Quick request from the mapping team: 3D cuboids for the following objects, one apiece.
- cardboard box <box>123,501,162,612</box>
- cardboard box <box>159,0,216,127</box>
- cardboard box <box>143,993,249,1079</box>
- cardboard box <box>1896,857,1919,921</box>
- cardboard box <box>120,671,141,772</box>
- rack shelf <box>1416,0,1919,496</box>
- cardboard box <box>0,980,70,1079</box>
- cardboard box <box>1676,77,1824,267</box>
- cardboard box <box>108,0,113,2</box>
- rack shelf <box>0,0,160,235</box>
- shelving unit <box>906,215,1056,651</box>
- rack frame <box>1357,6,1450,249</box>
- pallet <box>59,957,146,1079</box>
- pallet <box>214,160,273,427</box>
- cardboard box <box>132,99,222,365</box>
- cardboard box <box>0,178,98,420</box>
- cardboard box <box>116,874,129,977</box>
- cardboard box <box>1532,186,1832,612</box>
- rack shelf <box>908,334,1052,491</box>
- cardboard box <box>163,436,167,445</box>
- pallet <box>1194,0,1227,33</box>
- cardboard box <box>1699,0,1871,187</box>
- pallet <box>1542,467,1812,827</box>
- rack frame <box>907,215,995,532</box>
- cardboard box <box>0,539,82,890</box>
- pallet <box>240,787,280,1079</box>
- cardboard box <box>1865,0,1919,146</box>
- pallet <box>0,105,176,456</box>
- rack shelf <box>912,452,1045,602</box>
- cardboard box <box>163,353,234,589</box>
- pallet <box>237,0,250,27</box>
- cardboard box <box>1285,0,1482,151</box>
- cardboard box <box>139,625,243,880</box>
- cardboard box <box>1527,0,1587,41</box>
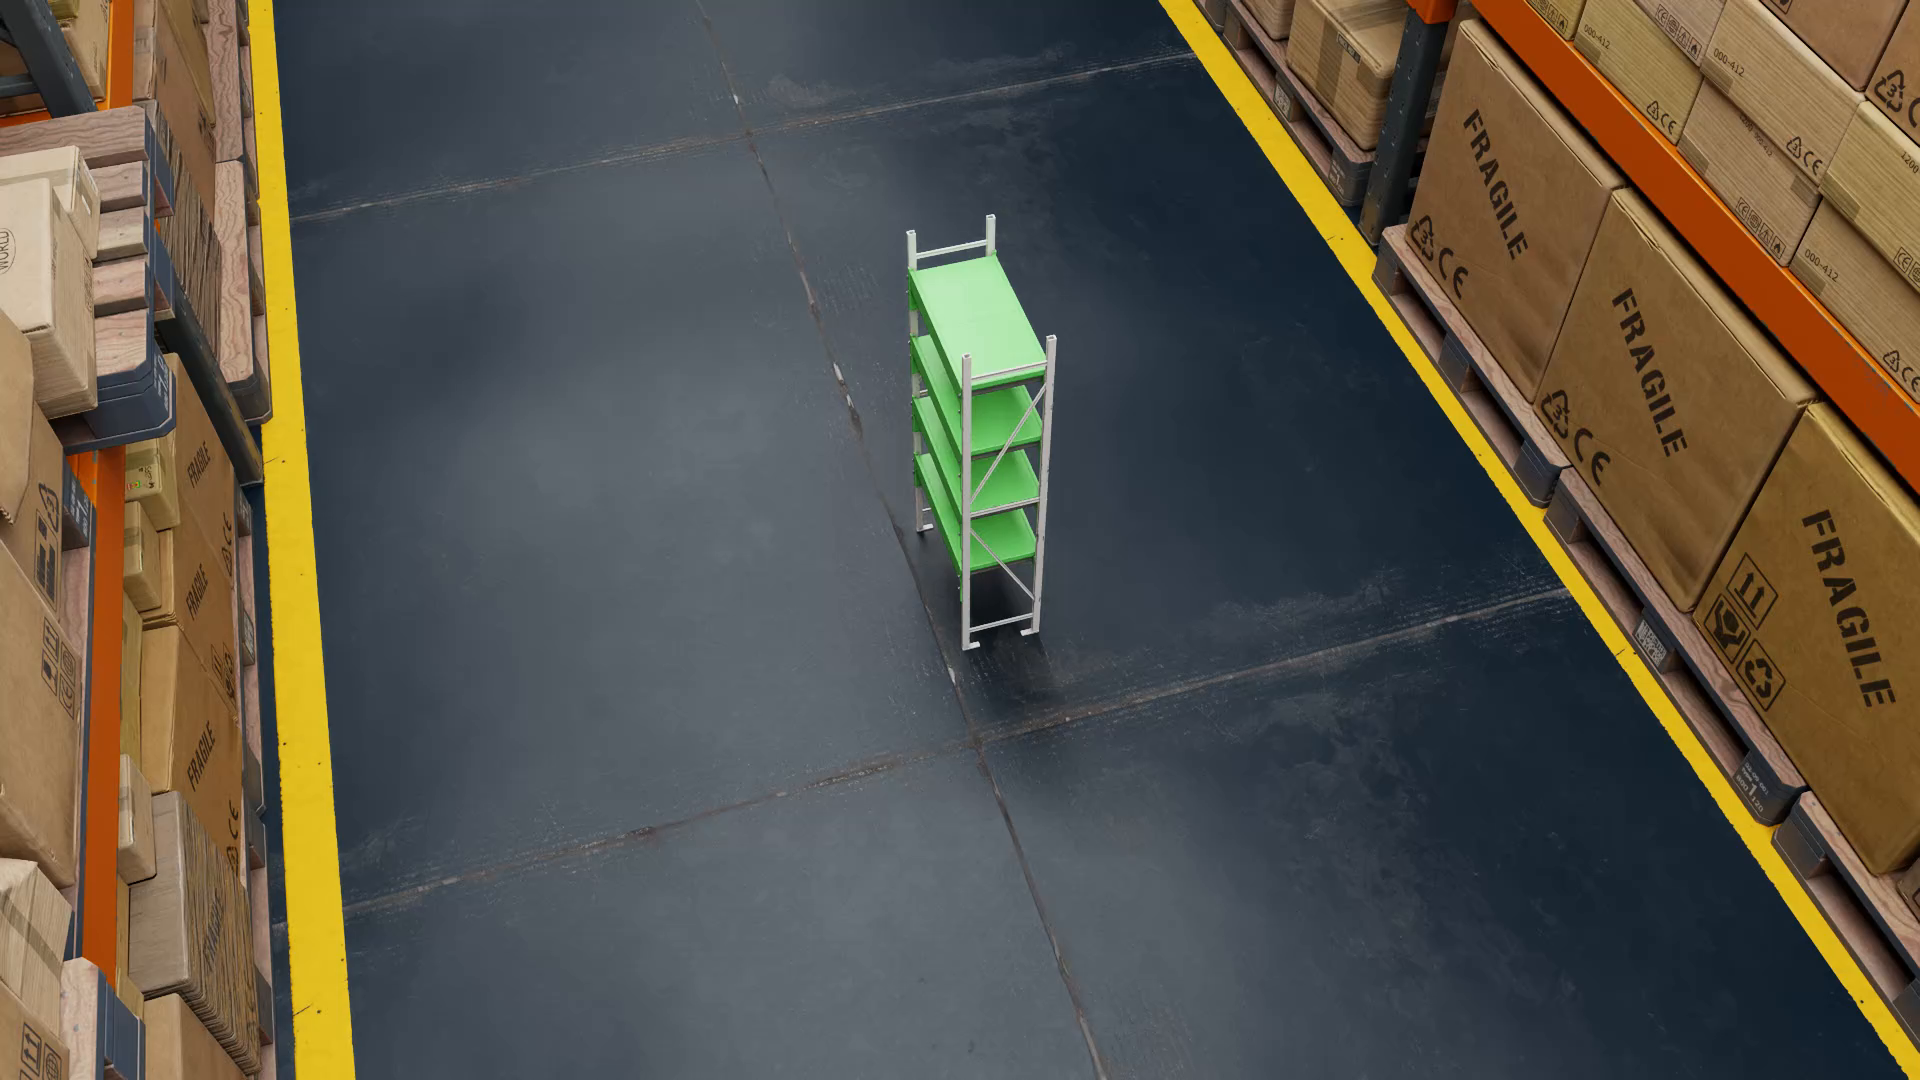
[{"bbox_3d":[-2.222,0.080,4.156,0.380,0.149,0.250,-15,51,-12],"label":"cardboard box"},{"bbox_3d":[-3.328,-1.875,6.147,0.875,0.625,0.625,-15,52,-12],"label":"cardboard box"},{"bbox_3d":[-1.812,1.357,3.505,0.500,0.500,0.500,-15,51,-12],"label":"cardboard box"},{"bbox_3d":[2.908,0.832,3.701,0.875,0.875,0.875,-12,51,-10],"label":"cardboard box"},{"bbox_3d":[-2.113,0.466,3.832,0.380,0.149,0.250,-14,51,-12],"label":"cardboard box"},{"bbox_3d":[2.576,-0.511,4.190,1.077,0.370,4.000,-13,51,-11],"label":"rack shelf"},{"bbox_3d":[-1.656,0.893,2.195,0.700,0.500,0.500,-13,51,-11],"label":"cardboard box"},{"bbox_3d":[2.207,-0.986,4.217,0.500,0.250,0.500,-12,51,-10],"label":"cardboard box"},{"bbox_3d":[-2.798,-1.778,4.885,0.500,0.250,0.500,-14,51,-12],"label":"cardboard box"},{"bbox_3d":[-3.348,-2.308,5.704,1.077,0.370,4.000,-13,51,-11],"label":"rack shelf"},{"bbox_3d":[0.049,-0.266,4.689,0.258,1.200,0.503,-13,51,-11],"label":"shelving unit"},{"bbox_3d":[1.984,-2.204,5.146,1.000,3.000,0.127,-13,51,-11],"label":"rack frame"},{"bbox_3d":[-1.705,1.296,2.321,1.003,0.211,1.213,-13,51,-11],"label":"pallet"},{"bbox_3d":[-2.962,-0.790,5.778,1.003,0.211,1.213,-13,51,-11],"label":"pallet"},{"bbox_3d":[-2.927,-0.907,5.332,0.875,0.625,0.625,-12,51,-10],"label":"cardboard box"},{"bbox_3d":[-2.135,-0.469,3.506,0.500,0.250,0.500,-15,52,-13],"label":"cardboard box"},{"bbox_3d":[-1.979,0.852,3.506,0.380,0.149,0.250,-13,51,-11],"label":"cardboard box"},{"bbox_3d":[2.369,-0.479,4.807,0.875,0.875,0.875,-13,51,-11],"label":"cardboard box"},{"bbox_3d":[0.049,-0.379,4.555,0.258,0.148,0.480,-13,51,-11],"label":"rack shelf"},{"bbox_3d":[-2.368,-0.314,4.489,0.380,0.149,0.250,-16,52,-13],"label":"cardboard box"},{"bbox_3d":[1.398,-2.766,7.443,1.003,0.211,1.213,-13,51,-11],"label":"pallet"},{"bbox_3d":[2.186,-1.146,4.026,0.500,0.250,0.500,-13,51,-11],"label":"cardboard box"},{"bbox_3d":[2.503,0.177,4.963,1.003,0.211,1.213,-13,51,-11],"label":"pallet"},{"bbox_3d":[-0.023,-0.444,4.840,0.240,1.200,0.015,-13,51,-11],"label":"rack frame"},{"bbox_3d":[-1.888,0.320,2.679,0.700,0.500,0.500,-14,51,-11],"label":"cardboard box"},{"bbox_3d":[-2.214,1.263,4.047,1.003,0.211,1.213,-13,51,-11],"label":"pallet"},{"bbox_3d":[2.337,-1.032,3.439,0.500,0.500,0.500,-13,51,-10],"label":"cardboard box"},{"bbox_3d":[-2.489,-0.538,3.867,1.213,0.211,1.003,-13,51,-11],"label":"pallet"},{"bbox_3d":[0.049,-0.070,4.922,0.258,0.148,0.480,-13,51,-11],"label":"rack shelf"},{"bbox_3d":[-2.426,-0.148,4.773,0.500,0.500,0.500,-12,51,-10],"label":"cardboard box"},{"bbox_3d":[-3.684,-2.572,7.280,1.003,0.211,1.213,-13,51,-11],"label":"pallet"},{"bbox_3d":[1.827,-1.907,6.340,0.950,0.372,0.625,-16,52,-13],"label":"cardboard box"},{"bbox_3d":[-2.130,0.601,4.142,0.500,0.500,0.500,-11,51,-9],"label":"cardboard box"},{"bbox_3d":[1.889,-1.741,4.854,0.500,0.250,0.500,-14,51,-12],"label":"cardboard box"}]
